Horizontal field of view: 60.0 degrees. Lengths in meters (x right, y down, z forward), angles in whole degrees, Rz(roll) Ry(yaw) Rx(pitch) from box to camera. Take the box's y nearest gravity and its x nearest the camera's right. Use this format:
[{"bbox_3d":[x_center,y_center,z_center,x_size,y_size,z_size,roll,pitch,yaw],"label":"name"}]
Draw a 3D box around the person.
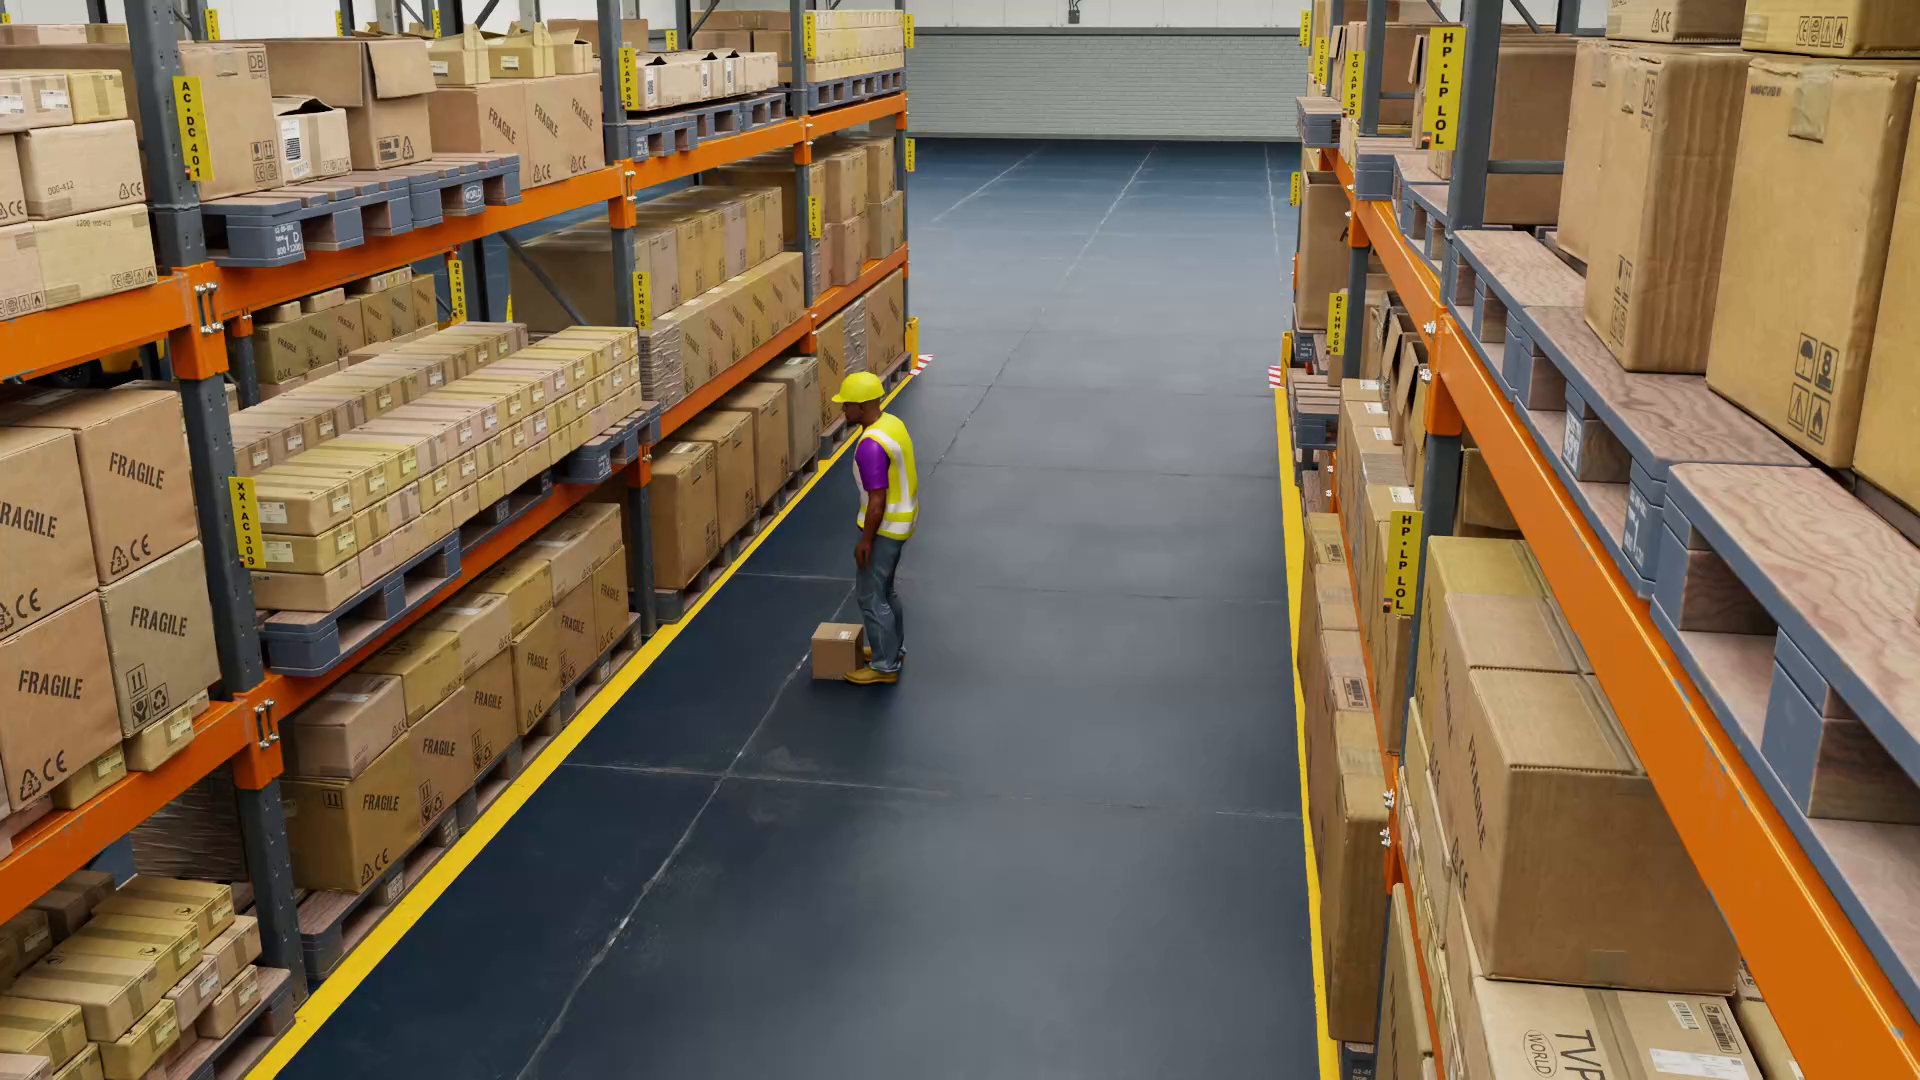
[{"bbox_3d":[-0.466,-0.074,9.255,0.461,1.760,0.625,3,18,8],"label":"person"}]
